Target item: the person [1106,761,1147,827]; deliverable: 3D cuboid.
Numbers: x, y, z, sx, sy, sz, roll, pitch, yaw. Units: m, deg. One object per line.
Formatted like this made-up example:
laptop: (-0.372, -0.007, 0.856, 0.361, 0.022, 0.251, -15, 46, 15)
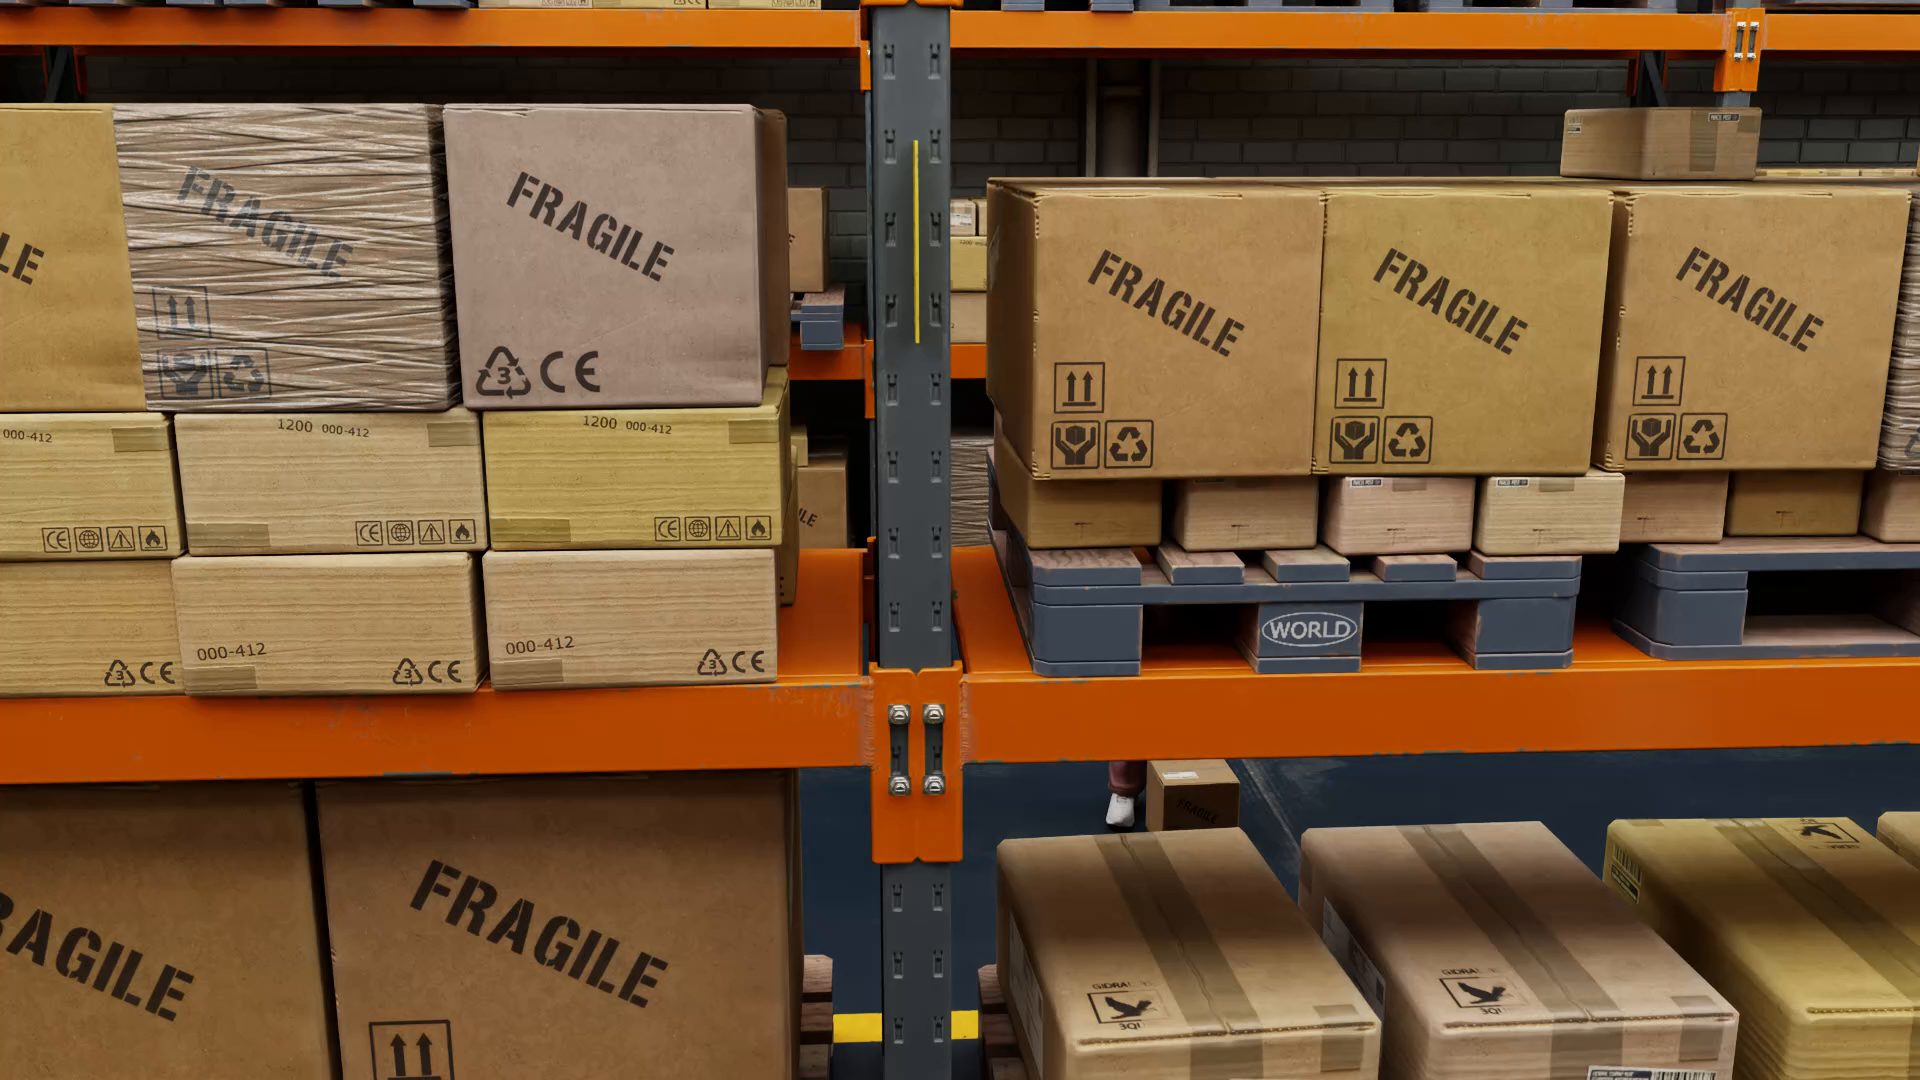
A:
person: (0.727, 0.117, 5.512, 0.498, 1.673, 0.358, -1, 14, -3)
